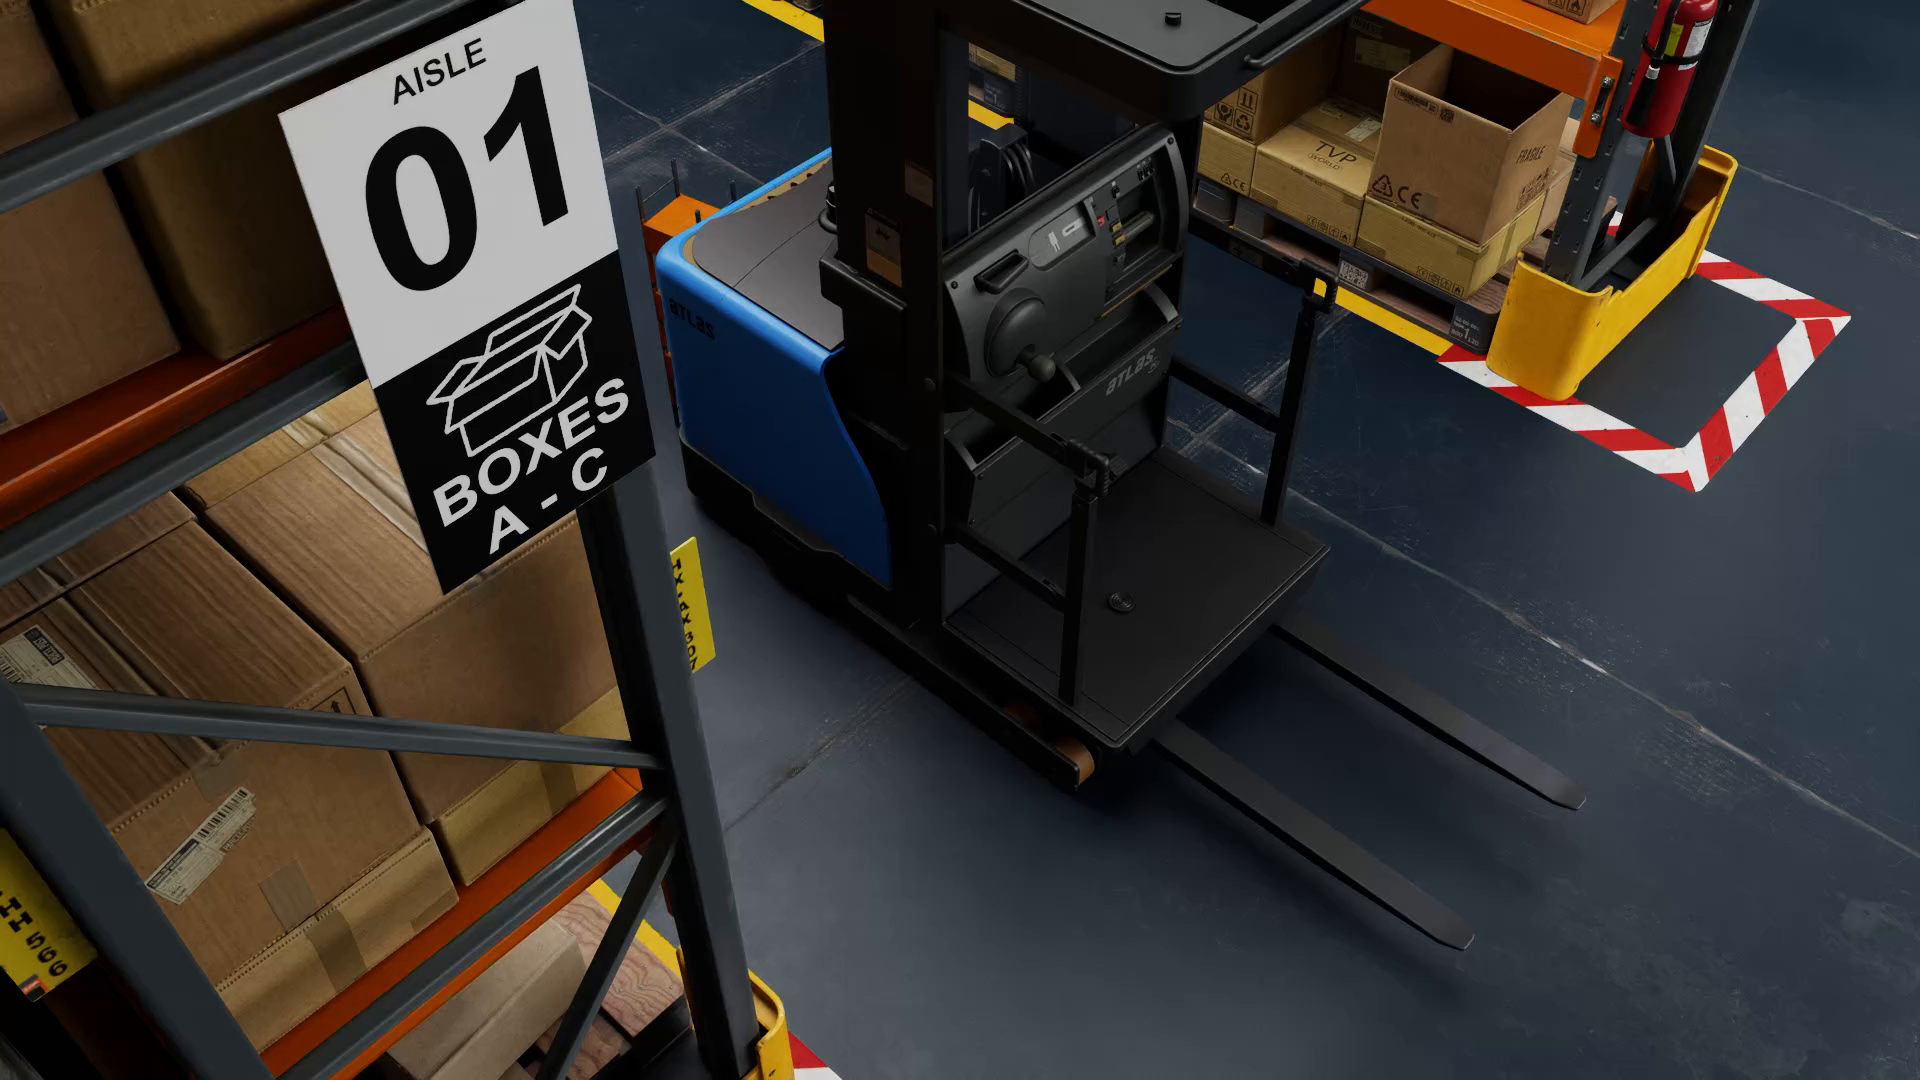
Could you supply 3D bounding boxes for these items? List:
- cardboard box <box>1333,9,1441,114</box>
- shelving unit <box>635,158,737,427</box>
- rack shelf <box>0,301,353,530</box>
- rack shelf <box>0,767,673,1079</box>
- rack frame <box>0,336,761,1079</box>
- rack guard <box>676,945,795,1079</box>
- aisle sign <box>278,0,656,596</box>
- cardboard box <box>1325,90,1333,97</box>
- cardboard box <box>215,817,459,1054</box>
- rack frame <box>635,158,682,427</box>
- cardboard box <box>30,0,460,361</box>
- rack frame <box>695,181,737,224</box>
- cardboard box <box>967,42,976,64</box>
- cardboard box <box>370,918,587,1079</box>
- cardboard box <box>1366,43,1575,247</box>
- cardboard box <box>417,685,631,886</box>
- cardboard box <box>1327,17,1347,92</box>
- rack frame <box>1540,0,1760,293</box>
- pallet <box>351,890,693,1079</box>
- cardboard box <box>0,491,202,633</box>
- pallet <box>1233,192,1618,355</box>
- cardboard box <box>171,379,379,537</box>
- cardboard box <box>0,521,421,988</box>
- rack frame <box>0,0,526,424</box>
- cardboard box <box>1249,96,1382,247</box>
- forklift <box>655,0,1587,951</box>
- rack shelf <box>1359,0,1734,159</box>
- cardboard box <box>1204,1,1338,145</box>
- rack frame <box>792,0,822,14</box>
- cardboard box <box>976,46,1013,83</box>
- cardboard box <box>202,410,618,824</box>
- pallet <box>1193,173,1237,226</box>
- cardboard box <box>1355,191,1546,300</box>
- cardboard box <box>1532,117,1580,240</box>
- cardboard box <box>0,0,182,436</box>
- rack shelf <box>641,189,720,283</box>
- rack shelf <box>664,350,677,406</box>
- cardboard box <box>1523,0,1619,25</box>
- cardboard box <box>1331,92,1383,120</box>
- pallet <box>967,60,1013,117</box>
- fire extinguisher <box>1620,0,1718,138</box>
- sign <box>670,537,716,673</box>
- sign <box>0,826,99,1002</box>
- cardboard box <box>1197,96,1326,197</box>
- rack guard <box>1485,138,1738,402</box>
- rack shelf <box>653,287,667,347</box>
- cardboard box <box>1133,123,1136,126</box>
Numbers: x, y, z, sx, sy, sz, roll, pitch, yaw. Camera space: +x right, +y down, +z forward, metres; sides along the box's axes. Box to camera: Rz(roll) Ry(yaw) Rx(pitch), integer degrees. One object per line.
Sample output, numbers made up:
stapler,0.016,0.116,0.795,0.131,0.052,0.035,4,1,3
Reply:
cardboard box,1.884,-2.026,6.679,0.500,0.500,0.500,34,55,28
shelving unit,-0.892,-0.794,5.775,0.252,1.050,0.215,24,51,21
rack shelf,-2.331,-1.050,3.115,4.000,0.370,1.077,34,55,28
rack shelf,-2.331,-0.024,4.208,4.000,0.370,1.077,34,55,28
rack frame,-0.861,0.719,3.017,0.127,3.000,1.000,34,55,28
rack guard,-0.917,1.537,3.964,0.348,0.500,1.175,34,55,28
aisle sign,-0.605,-0.296,2.187,0.004,0.787,0.394,34,55,28
cardboard box,1.516,-2.016,7.184,0.500,0.250,0.500,34,55,28
cardboard box,-1.336,0.636,3.184,0.500,0.250,0.500,35,56,28
rack frame,-0.996,-0.841,5.819,0.008,1.050,0.200,24,51,21
cardboard box,-0.937,-0.648,2.161,0.500,0.500,0.500,35,56,29
rack frame,-0.789,-0.747,5.731,0.008,1.050,0.200,24,51,21
cardboard box,0.056,-2.475,7.615,0.500,0.250,0.500,34,55,28
cardboard box,-1.309,1.099,4.204,0.500,0.311,0.500,28,53,24
cardboard box,1.900,-1.502,6.186,0.500,0.500,0.500,34,55,28
cardboard box,-1.004,0.352,3.451,0.500,0.250,0.500,32,55,27
cardboard box,1.508,-2.267,6.904,0.500,0.500,0.500,34,55,28
rack frame,2.496,-1.937,5.511,0.127,3.000,1.000,34,55,28
pallet,-1.490,1.215,4.464,1.213,0.211,1.003,34,55,28
cardboard box,-1.715,0.134,3.142,0.500,0.500,0.500,35,56,28
pallet,1.905,-1.338,6.861,1.213,0.211,1.003,34,55,28
cardboard box,-1.365,-0.140,3.399,0.500,0.500,0.500,34,55,28
cardboard box,-1.352,0.388,2.903,0.500,0.500,0.500,33,55,27
rack frame,-0.861,-1.334,0.830,0.127,3.000,1.000,34,55,28
cardboard box,1.526,-1.487,6.686,0.500,0.250,0.500,34,55,28
forklift,0.460,-0.690,4.387,3.031,2.935,1.130,34,56,28
rack shelf,1.026,-2.679,6.701,4.000,0.370,1.077,34,55,28
cardboard box,1.155,-1.988,6.643,0.500,0.500,0.500,34,55,28
rack frame,-0.444,-3.914,7.368,0.127,3.000,1.000,34,55,28
cardboard box,0.419,-2.225,7.380,0.500,0.250,0.500,34,55,28
cardboard box,-1.008,0.110,3.164,0.500,0.500,0.500,34,55,28
pallet,1.013,-1.941,7.428,1.213,0.211,1.003,34,55,28
cardboard box,1.901,-1.246,6.460,0.500,0.250,0.500,34,55,28
cardboard box,2.253,-1.523,6.721,0.500,0.250,0.500,34,55,28
cardboard box,-1.340,-0.419,1.946,0.500,0.500,0.500,-34,56,-28
rack shelf,-0.892,-0.981,5.576,0.240,0.259,0.215,24,51,21
rack shelf,-0.892,-0.596,5.985,0.240,0.259,0.215,24,51,21
cardboard box,2.161,-2.208,5.697,0.500,0.500,0.700,34,55,28
cardboard box,1.883,-1.769,6.951,0.500,0.250,0.500,34,55,28
pallet,0.112,-2.544,7.994,1.213,0.211,1.003,34,55,28
fire extinguisher,2.268,-1.603,5.250,0.183,0.674,0.296,34,55,28
sign,-0.493,0.132,2.975,0.005,0.325,0.100,34,55,28
sign,-1.252,0.502,2.210,0.005,0.325,0.100,34,55,28
cardboard box,1.157,-1.733,6.918,0.500,0.250,0.500,34,55,28
rack guard,2.513,-1.069,6.411,0.348,0.500,1.175,34,55,28
rack shelf,-0.892,-0.786,5.783,0.240,0.259,0.215,24,51,21
cardboard box,0.791,-1.981,7.151,0.500,0.250,0.500,34,55,28
